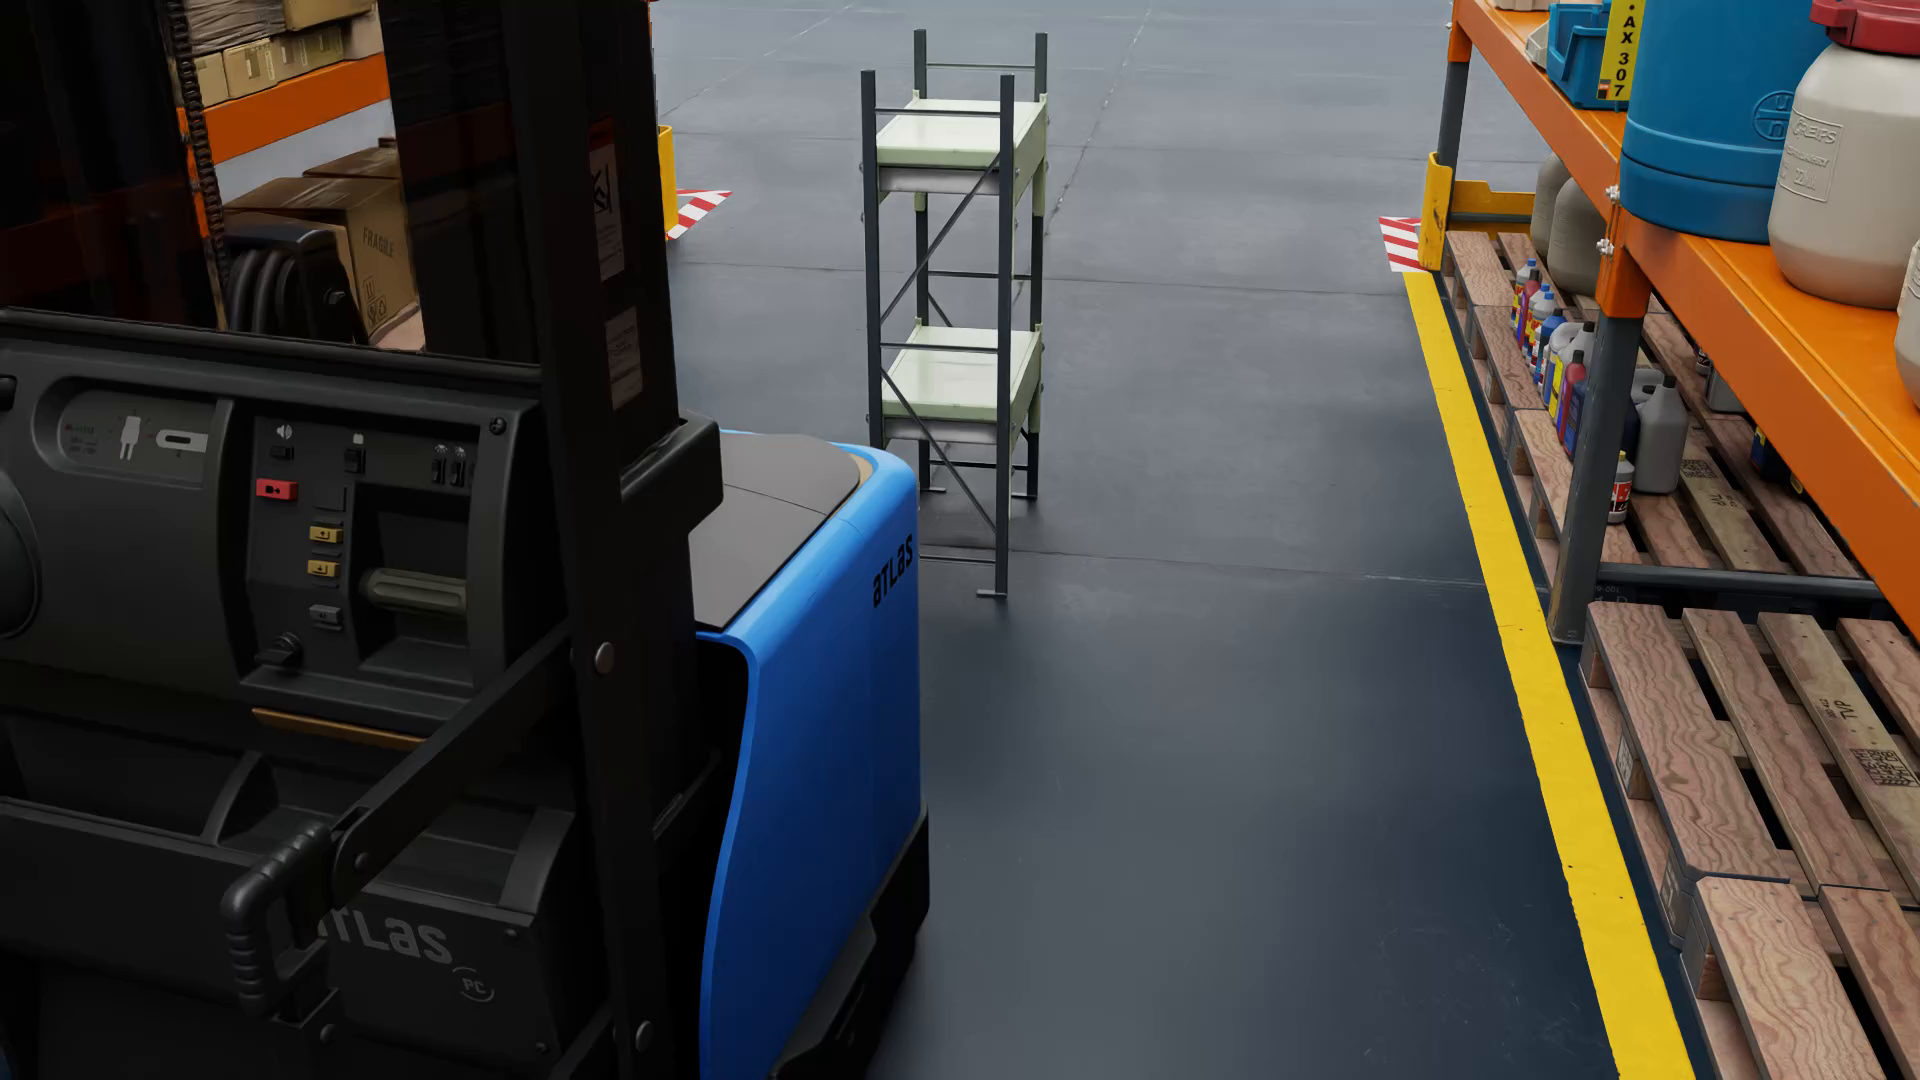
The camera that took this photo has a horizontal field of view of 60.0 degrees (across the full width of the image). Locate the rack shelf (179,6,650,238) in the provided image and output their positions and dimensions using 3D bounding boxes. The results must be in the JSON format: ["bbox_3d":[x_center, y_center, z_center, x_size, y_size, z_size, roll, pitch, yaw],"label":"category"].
[{"bbox_3d":[-2.409,-1.910,6.640,1.077,0.370,4.000,4,25,9],"label":"rack shelf"}]

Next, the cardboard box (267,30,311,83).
[{"bbox_3d":[-2.337,-1.565,5.351,0.380,0.149,0.250,4,25,9],"label":"cardboard box"}]

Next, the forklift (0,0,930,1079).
[{"bbox_3d":[-0.991,0.012,1.766,1.130,2.935,3.031,8,26,16],"label":"forklift"}]

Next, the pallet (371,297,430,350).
[{"bbox_3d":[-2.464,-0.931,6.991,1.003,0.211,1.213,4,25,9],"label":"pallet"}]

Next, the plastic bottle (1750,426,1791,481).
[{"bbox_3d":[2.550,-0.374,5.117,0.144,0.351,0.185,4,25,9],"label":"plastic bottle"}]

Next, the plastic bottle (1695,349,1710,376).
[{"bbox_3d":[2.720,-0.702,5.992,0.097,0.201,0.097,0,25,0],"label":"plastic bottle"}]

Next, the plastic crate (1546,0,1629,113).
[{"bbox_3d":[2.064,-1.470,5.028,0.499,0.251,0.616,4,25,9],"label":"plastic crate"}]

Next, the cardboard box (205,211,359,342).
[{"bbox_3d":[-2.545,-0.862,6.006,0.500,0.500,0.500,13,28,25],"label":"cardboard box"}]

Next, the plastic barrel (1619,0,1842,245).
[{"bbox_3d":[1.789,-1.142,3.561,0.600,0.901,0.708,4,25,9],"label":"plastic barrel"}]

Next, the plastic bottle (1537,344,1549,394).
[{"bbox_3d":[2.078,-0.611,5.800,0.097,0.201,0.097,0,25,0],"label":"plastic bottle"}]

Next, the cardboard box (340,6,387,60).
[{"bbox_3d":[-2.224,-1.771,5.793,0.380,0.149,0.250,4,25,9],"label":"cardboard box"}]

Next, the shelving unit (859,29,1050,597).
[{"bbox_3d":[0.001,-0.682,4.938,0.431,1.500,0.755,4,25,9],"label":"shelving unit"}]

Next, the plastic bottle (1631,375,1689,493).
[{"bbox_3d":[2.114,-0.335,5.033,0.144,0.351,0.185,4,25,9],"label":"plastic bottle"}]

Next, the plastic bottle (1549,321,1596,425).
[{"bbox_3d":[2.056,-0.560,5.514,0.144,0.351,0.185,4,25,8],"label":"plastic bottle"}]

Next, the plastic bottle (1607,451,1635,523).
[{"bbox_3d":[1.903,-0.161,4.838,0.097,0.201,0.097,0,25,0],"label":"plastic bottle"}]

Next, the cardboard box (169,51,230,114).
[{"bbox_3d":[-2.404,-1.354,4.902,0.380,0.149,0.250,4,25,9],"label":"cardboard box"}]

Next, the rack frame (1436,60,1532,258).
[{"bbox_3d":[2.804,-2.729,7.542,1.000,3.000,0.127,4,25,9],"label":"rack frame"}]

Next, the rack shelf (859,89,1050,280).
[{"bbox_3d":[0.001,-1.036,4.773,0.431,0.370,0.720,4,25,9],"label":"rack shelf"}]

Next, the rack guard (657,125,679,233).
[{"bbox_3d":[-2.094,-1.908,8.737,1.175,0.500,0.348,4,25,9],"label":"rack guard"}]

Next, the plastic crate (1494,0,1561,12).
[{"bbox_3d":[2.341,-2.257,6.846,0.298,0.136,0.250,4,25,9],"label":"plastic crate"}]

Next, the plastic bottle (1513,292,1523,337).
[{"bbox_3d":[2.184,-0.881,6.375,0.097,0.201,0.097,0,25,0],"label":"plastic bottle"}]

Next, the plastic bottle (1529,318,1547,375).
[{"bbox_3d":[2.112,-0.697,5.984,0.097,0.201,0.097,0,25,0],"label":"plastic bottle"}]

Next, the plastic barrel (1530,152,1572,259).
[{"bbox_3d":[2.772,-1.512,7.381,0.421,0.512,0.421,0,25,0],"label":"plastic barrel"}]

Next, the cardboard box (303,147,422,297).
[{"bbox_3d":[-2.385,-1.357,7.064,0.500,0.500,0.500,6,26,13],"label":"cardboard box"}]

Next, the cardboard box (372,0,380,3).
[{"bbox_3d":[-2.502,-2.186,5.913,0.875,0.500,0.500,4,25,9],"label":"cardboard box"}]

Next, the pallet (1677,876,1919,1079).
[{"bbox_3d":[1.864,1.050,2.758,1.003,0.211,1.213,4,25,9],"label":"pallet"}]

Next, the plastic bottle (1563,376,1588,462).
[{"bbox_3d":[2.003,-0.425,5.225,0.144,0.351,0.185,3,25,6],"label":"plastic bottle"}]

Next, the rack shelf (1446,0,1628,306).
[{"bbox_3d":[2.478,-1.567,5.907,1.077,0.370,4.000,4,25,9],"label":"rack shelf"}]

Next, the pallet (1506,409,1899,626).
[{"bbox_3d":[2.302,-0.071,5.153,1.003,0.211,1.213,4,25,9],"label":"pallet"}]

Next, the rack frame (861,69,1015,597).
[{"bbox_3d":[-0.059,-0.529,4.611,0.400,1.500,0.023,4,25,9],"label":"rack frame"}]

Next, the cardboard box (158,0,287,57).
[{"bbox_3d":[-2.601,-1.763,5.009,0.875,0.500,0.500,4,25,9],"label":"cardboard box"}]

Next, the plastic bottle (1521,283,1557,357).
[{"bbox_3d":[2.145,-0.812,6.147,0.097,0.271,0.097,0,25,0],"label":"plastic bottle"}]

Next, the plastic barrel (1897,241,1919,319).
[{"bbox_3d":[1.783,-0.450,2.837,0.301,0.262,0.301,0,25,0],"label":"plastic barrel"}]

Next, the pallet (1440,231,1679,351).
[{"bbox_3d":[2.700,-1.092,7.333,1.003,0.211,1.213,4,25,9],"label":"pallet"}]
